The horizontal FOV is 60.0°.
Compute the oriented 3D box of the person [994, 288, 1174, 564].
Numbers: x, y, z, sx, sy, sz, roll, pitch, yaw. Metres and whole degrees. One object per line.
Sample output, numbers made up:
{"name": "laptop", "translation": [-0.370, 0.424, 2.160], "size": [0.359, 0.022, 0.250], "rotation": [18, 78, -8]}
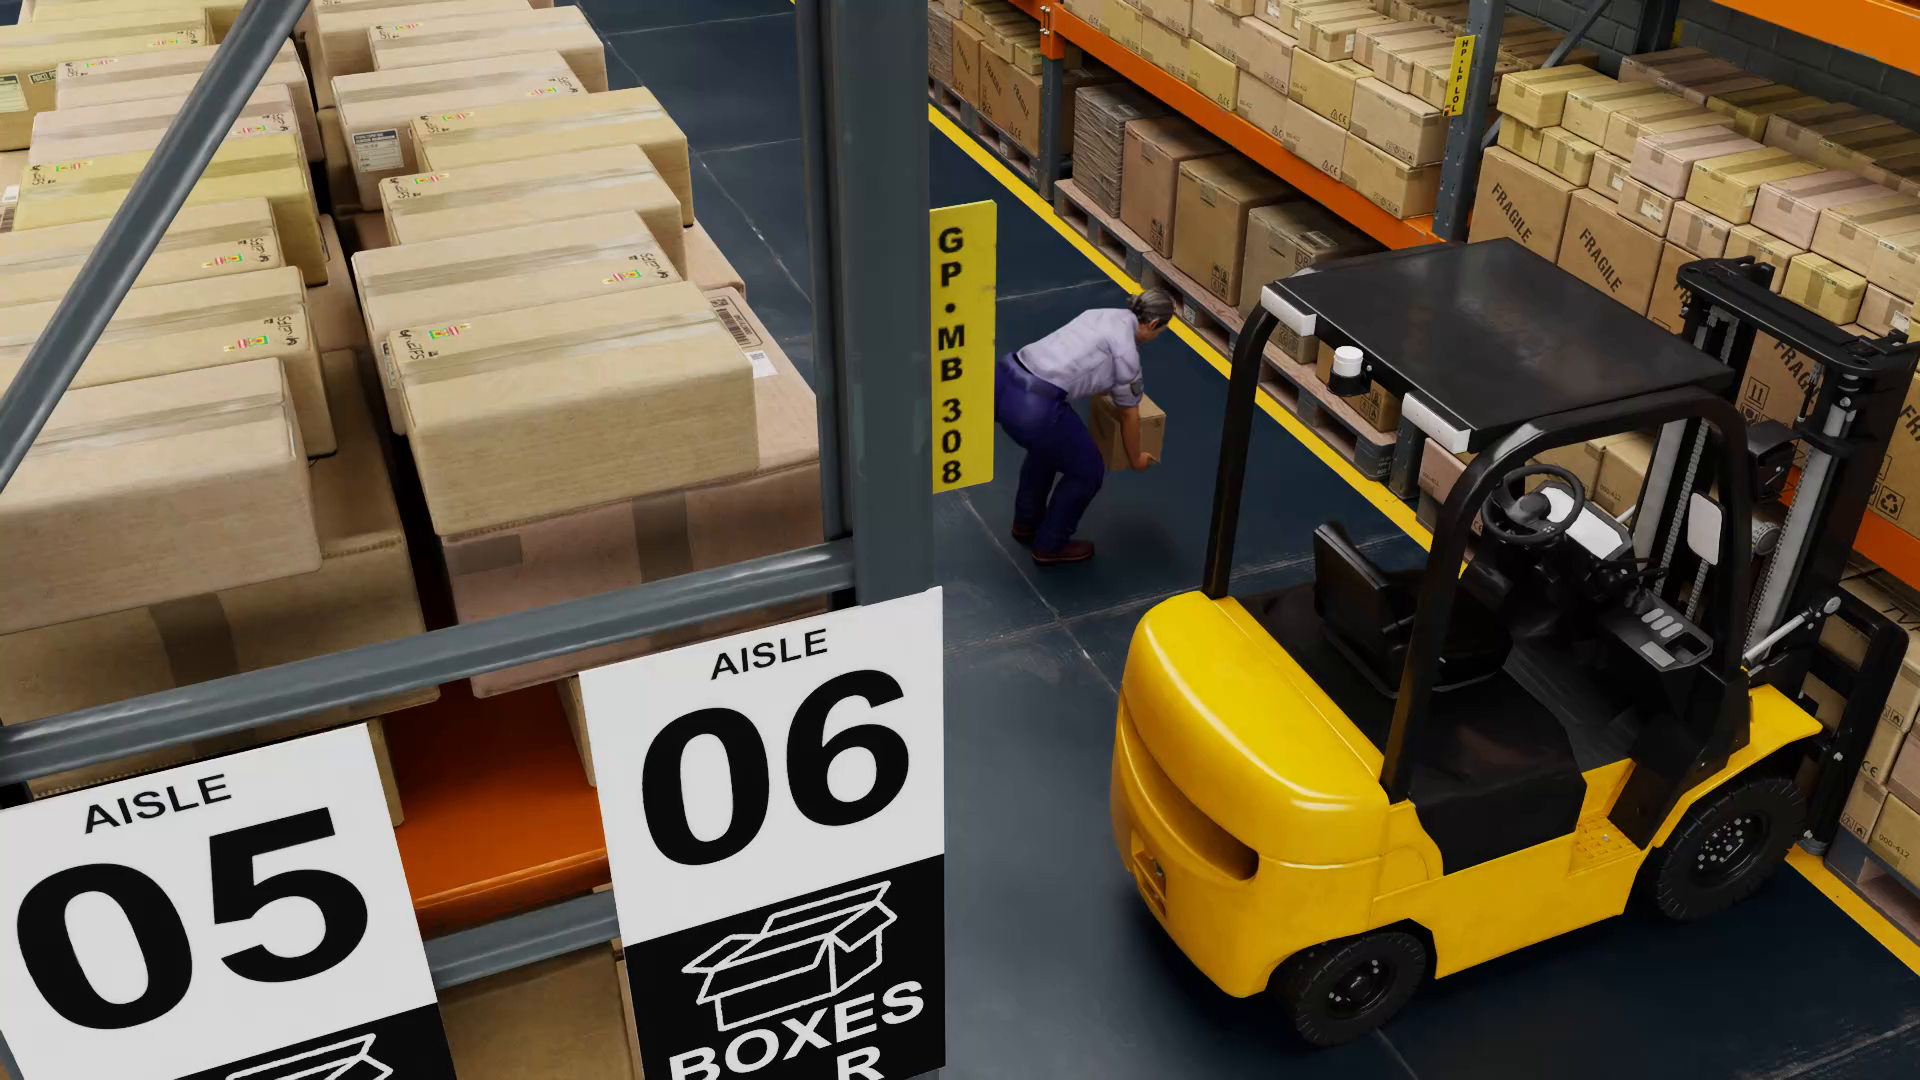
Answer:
{"name": "person", "translation": [0.555, -0.504, 7.344], "size": [0.811, 1.172, 0.459], "rotation": [-15, 36, -21]}
